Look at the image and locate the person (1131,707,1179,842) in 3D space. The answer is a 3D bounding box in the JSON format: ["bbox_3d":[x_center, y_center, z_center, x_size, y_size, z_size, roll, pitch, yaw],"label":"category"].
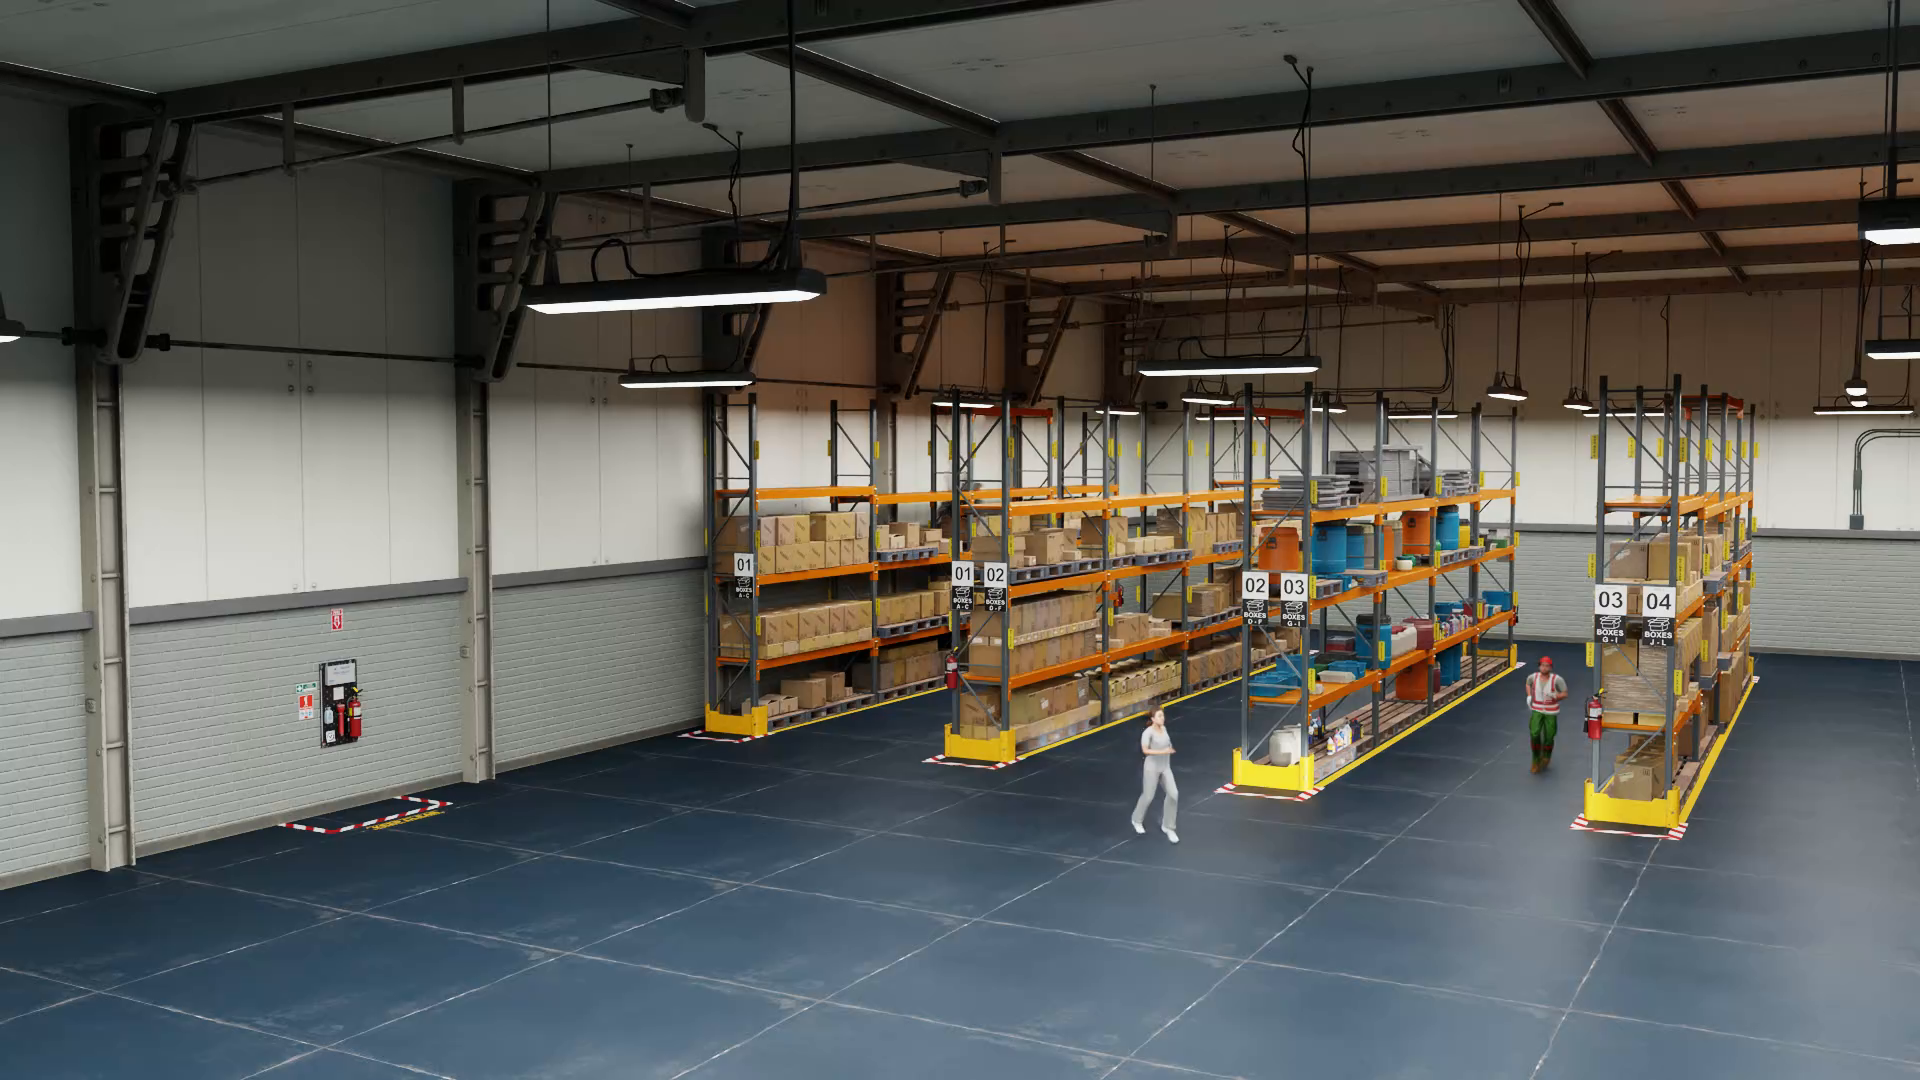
[{"bbox_3d":[2.511,3.004,21.448,0.580,1.726,0.775,-2,4,-36],"label":"person"}]

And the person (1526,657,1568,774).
[{"bbox_3d":[9.144,2.720,25.936,0.631,1.824,0.827,1,3,24],"label":"person"}]
